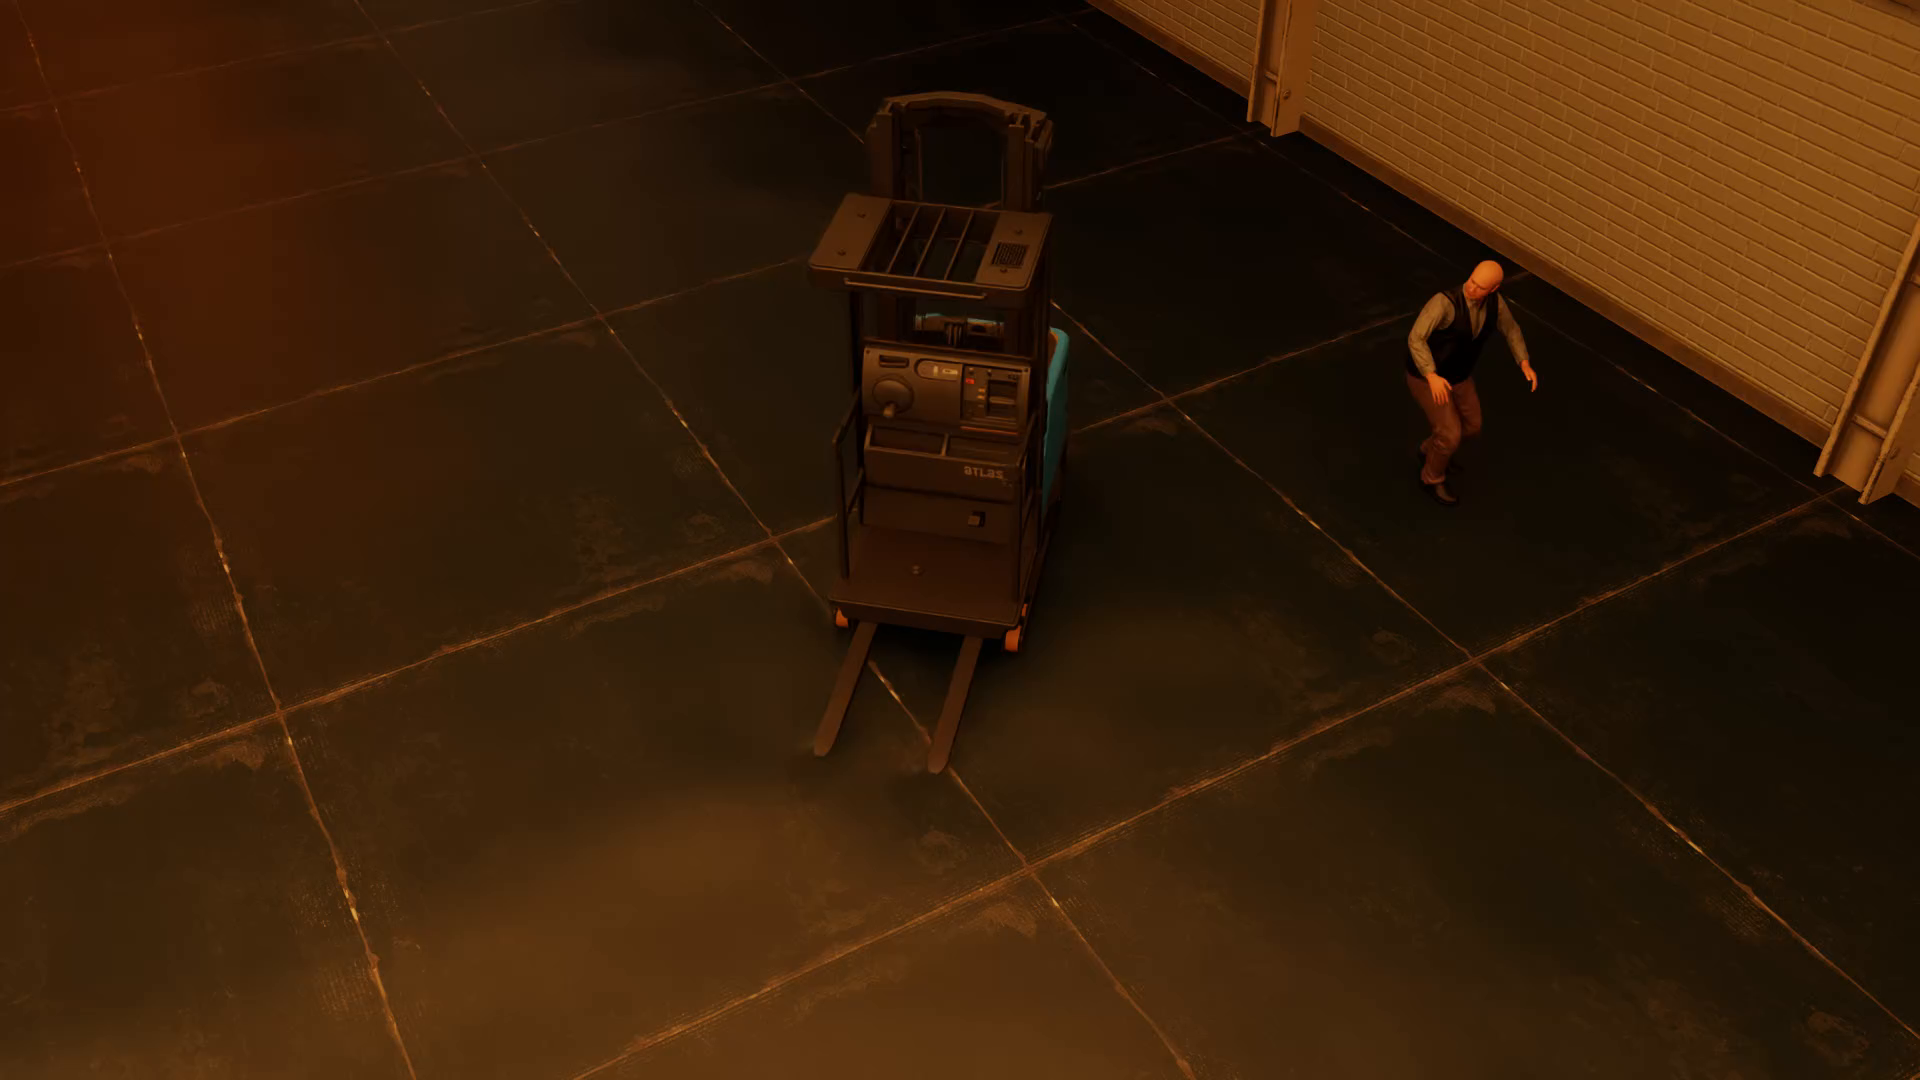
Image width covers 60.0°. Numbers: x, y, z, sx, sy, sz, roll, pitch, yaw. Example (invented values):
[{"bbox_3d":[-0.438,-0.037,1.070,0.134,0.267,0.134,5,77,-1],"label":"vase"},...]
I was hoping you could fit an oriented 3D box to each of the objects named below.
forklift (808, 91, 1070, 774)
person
[{"bbox_3d":[-0.120,-0.745,8.935,1.130,2.935,3.031,8,40,9],"label":"forklift"},{"bbox_3d":[3.106,-0.966,10.227,0.770,1.660,0.693,-24,45,-26],"label":"person"}]
